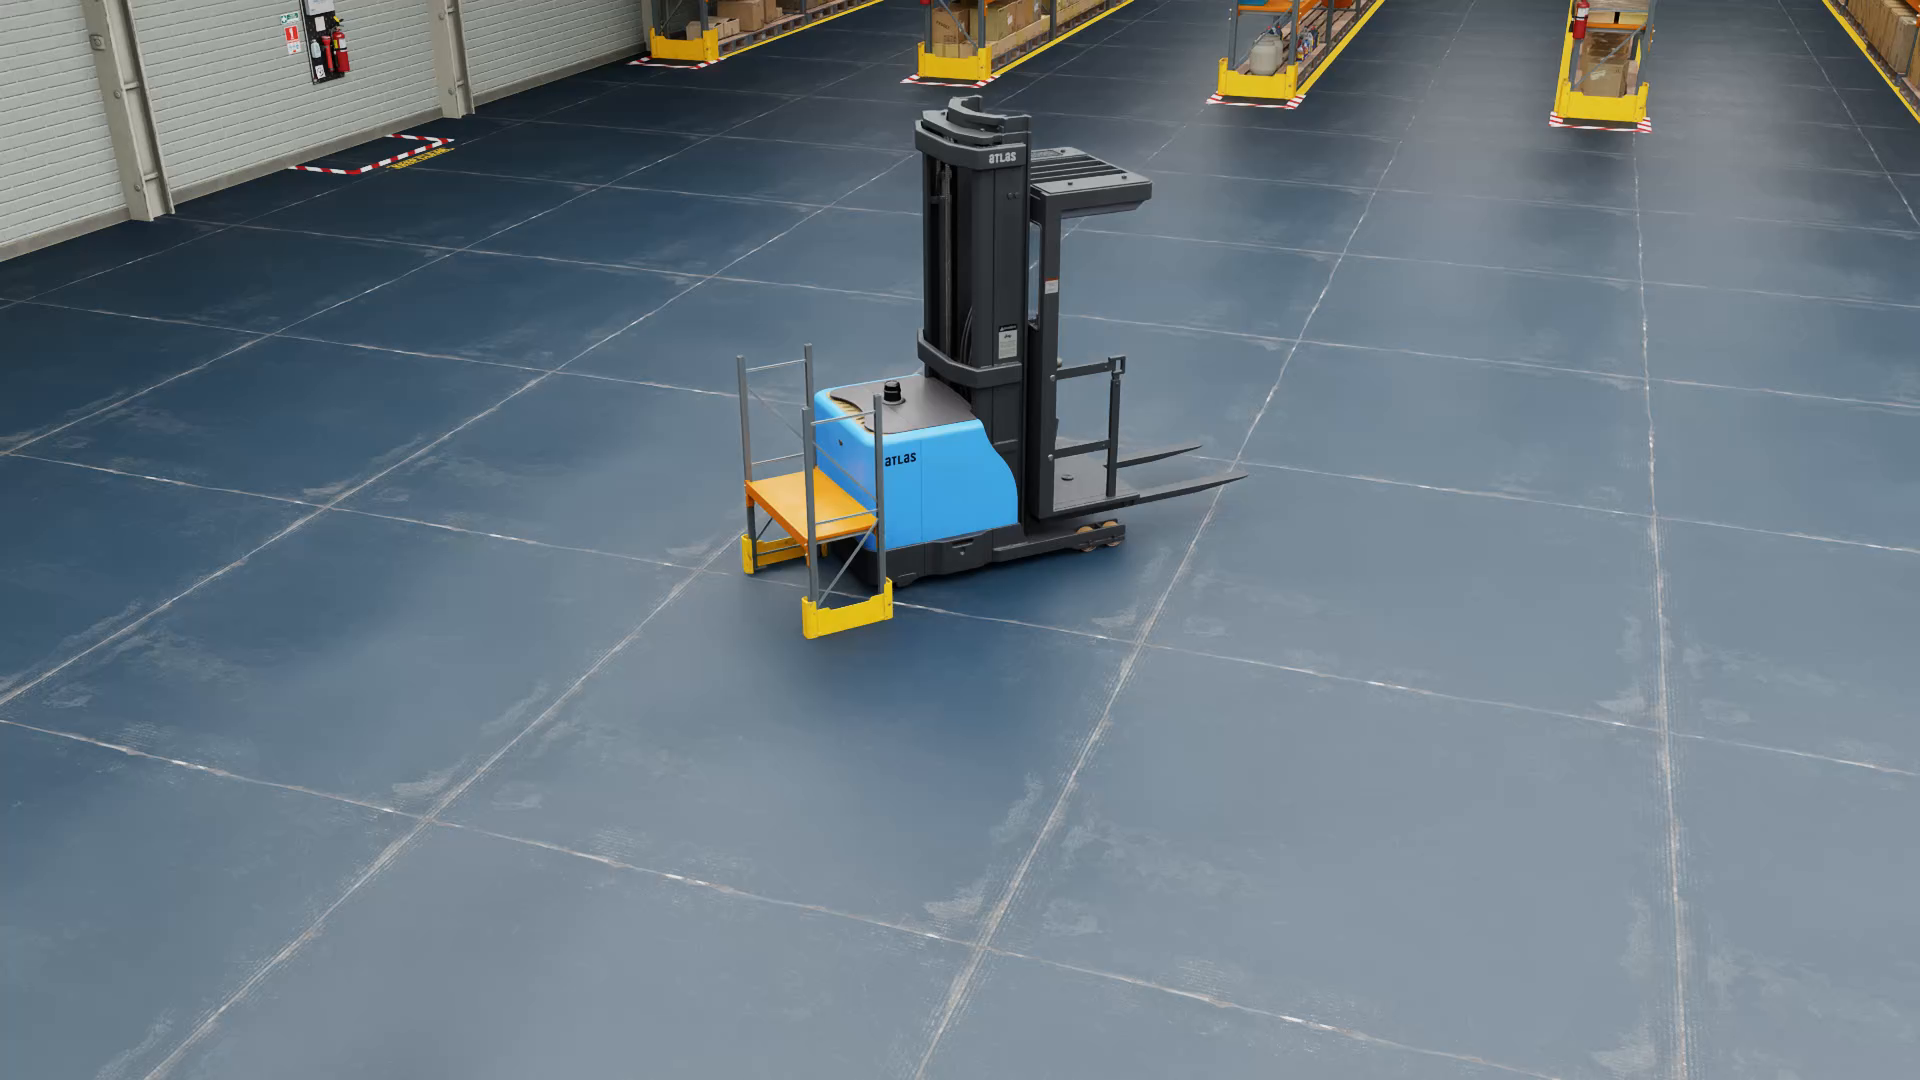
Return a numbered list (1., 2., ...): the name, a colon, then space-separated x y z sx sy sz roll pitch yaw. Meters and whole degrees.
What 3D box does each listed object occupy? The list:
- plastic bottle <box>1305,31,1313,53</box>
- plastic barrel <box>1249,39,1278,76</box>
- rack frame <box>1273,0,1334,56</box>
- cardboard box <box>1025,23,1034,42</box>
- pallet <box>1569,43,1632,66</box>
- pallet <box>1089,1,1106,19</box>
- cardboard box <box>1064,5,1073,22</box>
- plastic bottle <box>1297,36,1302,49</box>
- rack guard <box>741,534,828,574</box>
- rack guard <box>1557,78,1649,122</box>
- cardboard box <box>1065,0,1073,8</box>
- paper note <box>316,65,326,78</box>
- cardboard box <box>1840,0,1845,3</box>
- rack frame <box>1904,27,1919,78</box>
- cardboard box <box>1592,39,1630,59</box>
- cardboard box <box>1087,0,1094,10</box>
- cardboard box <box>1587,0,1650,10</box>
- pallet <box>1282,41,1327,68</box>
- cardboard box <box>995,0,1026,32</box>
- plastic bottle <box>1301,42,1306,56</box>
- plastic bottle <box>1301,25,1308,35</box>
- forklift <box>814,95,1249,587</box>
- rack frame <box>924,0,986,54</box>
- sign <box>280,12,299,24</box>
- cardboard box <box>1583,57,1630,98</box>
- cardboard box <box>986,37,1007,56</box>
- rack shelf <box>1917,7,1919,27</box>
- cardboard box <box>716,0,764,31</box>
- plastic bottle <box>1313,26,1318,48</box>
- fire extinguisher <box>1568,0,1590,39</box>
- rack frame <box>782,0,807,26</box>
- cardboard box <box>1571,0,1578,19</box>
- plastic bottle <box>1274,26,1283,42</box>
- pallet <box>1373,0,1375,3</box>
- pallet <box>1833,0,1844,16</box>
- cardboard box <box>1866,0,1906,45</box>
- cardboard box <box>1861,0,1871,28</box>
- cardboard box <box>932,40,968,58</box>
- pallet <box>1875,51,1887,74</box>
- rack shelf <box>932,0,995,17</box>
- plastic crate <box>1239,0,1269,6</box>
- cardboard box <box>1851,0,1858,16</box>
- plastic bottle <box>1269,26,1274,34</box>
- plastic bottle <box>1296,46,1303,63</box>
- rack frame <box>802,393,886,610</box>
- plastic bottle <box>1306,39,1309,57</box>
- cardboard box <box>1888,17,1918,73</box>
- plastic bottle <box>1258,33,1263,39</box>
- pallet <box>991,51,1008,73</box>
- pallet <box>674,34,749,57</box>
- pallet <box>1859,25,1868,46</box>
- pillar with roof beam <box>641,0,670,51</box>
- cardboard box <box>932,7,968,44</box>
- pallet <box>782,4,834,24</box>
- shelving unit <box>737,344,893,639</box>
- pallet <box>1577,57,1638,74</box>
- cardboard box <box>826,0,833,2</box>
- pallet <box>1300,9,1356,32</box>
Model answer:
1. plastic bottle: 5.807 -8.306 27.722 0.144 0.351 0.185 9 27 17
2. plastic barrel: 4.736 -7.526 25.948 0.421 0.512 0.421 0 26 0
3. rack frame: 5.921 -9.819 28.311 1.000 3.000 0.127 9 27 17
4. cardboard box: 0.974 -8.856 28.996 0.500 0.250 0.500 9 27 17
5. pallet: 10.849 -8.166 28.096 1.003 0.211 1.213 9 27 17
6. pallet: 2.271 -10.595 33.113 1.003 0.211 1.213 9 27 17
7. cardboard box: 1.790 -9.830 31.007 0.500 0.250 0.500 9 27 19
8. plastic bottle: 5.648 -8.225 27.631 0.061 0.283 0.133 9 27 17
9. rack guard: -1.168 0.040 11.104 0.587 0.250 0.087 -13 29 -25
10. rack guard: 9.286 -6.363 24.041 1.175 0.500 0.348 9 27 17
11. cardboard box: 1.795 -10.081 30.882 0.500 0.311 0.500 8 27 17
12. paper note: -8.315 -6.090 21.620 0.016 0.148 0.142 9 27 17
13. cardboard box: 17.706 -10.744 33.011 0.380 0.149 0.250 9 27 18
14. rack frame: 15.235 -8.340 25.256 1.000 3.000 0.127 9 27 17
15. cardboard box: 10.105 -7.503 25.914 0.500 0.500 0.500 6 27 13
16. cardboard box: 2.298 -10.464 32.316 0.500 0.250 0.500 9 27 19
17. cardboard box: 9.469 -7.858 23.804 0.875 0.500 0.500 9 27 17
18. pallet: 5.658 -8.294 28.361 1.003 0.211 1.213 9 27 17
19. cardboard box: 0.810 -8.988 28.408 0.500 0.500 0.500 9 27 17
20. plastic bottle: 5.601 -7.986 27.151 0.097 0.271 0.097 0 26 0
21. plastic bottle: 5.842 -8.539 28.202 0.144 0.351 0.185 9 27 17
22. forklift: 0.570 -1.437 11.078 3.031 2.935 1.130 -12 28 -23
23. rack frame: -0.080 -8.895 26.402 1.000 3.000 0.127 9 27 17
24. sign: -8.462 -6.592 20.997 0.001 0.109 0.331 9 27 17
25. cardboard box: 9.484 -6.775 24.410 0.500 0.500 0.500 14 29 27
26. cardboard box: 0.471 -8.240 27.724 0.500 0.250 0.500 9 27 17
27. rack shelf: 14.569 -7.194 23.715 1.077 0.370 4.000 9 27 17
28. cardboard box: -3.957 -9.484 29.984 0.700 0.500 0.500 7 27 14
29. plastic bottle: 5.978 -8.518 28.159 0.144 0.351 0.185 8 27 16
30. fire extinguisher: 8.788 -7.442 23.490 0.296 0.674 0.183 9 27 17
31. rack frame: -3.422 -11.255 31.278 1.000 3.000 0.127 9 27 17
32. cardboard box: 12.172 -10.257 31.173 1.225 0.875 0.875 7 27 15
33. plastic bottle: 5.397 -8.532 28.188 0.144 0.351 0.185 9 27 17
34. pallet: 8.287 -11.540 35.066 1.003 0.211 1.213 9 27 17
35. pallet: 18.087 -10.653 33.234 1.003 0.211 1.213 9 27 17
36. cardboard box: 16.279 -8.923 28.560 1.050 0.750 0.750 8 27 17
37. cardboard box: 16.715 -9.569 30.180 0.500 0.500 0.500 10 28 20
38. cardboard box: -0.180 -8.109 27.454 0.500 0.250 0.500 9 27 17
39. pallet: 15.825 -7.916 27.580 1.003 0.211 1.213 9 27 17
40. rack shelf: 0.585 -9.393 28.257 1.077 0.370 4.000 9 27 17
41. plastic crate: 4.474 -8.357 25.462 0.499 0.251 0.616 9 27 17
42. cardboard box: 17.227 -10.208 31.502 0.500 0.500 0.500 10 28 20
43. plastic bottle: 5.261 -8.553 28.231 0.144 0.351 0.185 10 27 19
44. plastic bottle: 5.487 -7.845 26.860 0.097 0.271 0.097 0 26 0
45. rack frame: -0.687 -0.133 10.027 0.500 1.500 0.032 -13 29 -25
46. plastic bottle: 5.702 -8.110 27.408 0.097 0.271 0.097 0 26 0
47. cardboard box: 15.357 -7.784 26.208 1.050 0.750 0.750 9 27 17
48. plastic bottle: 4.995 -8.224 27.552 0.144 0.351 0.185 10 28 20
49. pallet: 0.135 -7.960 27.672 1.003 0.211 1.213 9 27 17
50. pallet: -4.424 -8.716 29.234 1.003 0.211 1.213 9 27 17
51. pallet: 16.827 -9.049 29.921 1.003 0.211 1.213 9 27 17
52. pillar with roof beam: -1.276 -12.101 26.139 9.100 9.000 0.400 9 27 17
53. cardboard box: -0.182 -8.447 27.291 0.500 0.500 0.500 9 27 17
54. pallet: -3.164 -10.320 32.547 1.003 0.211 1.213 9 27 17
55. shelving unit: -0.932 -0.332 10.437 0.587 1.500 1.083 -13 29 -25
56. pallet: 10.401 -7.564 26.854 1.003 0.211 1.213 9 27 17
57. cardboard box: -2.860 -11.057 33.231 0.700 0.500 0.500 9 27 18
58. pallet: 6.957 -9.895 31.667 1.003 0.211 1.213 9 27 17
